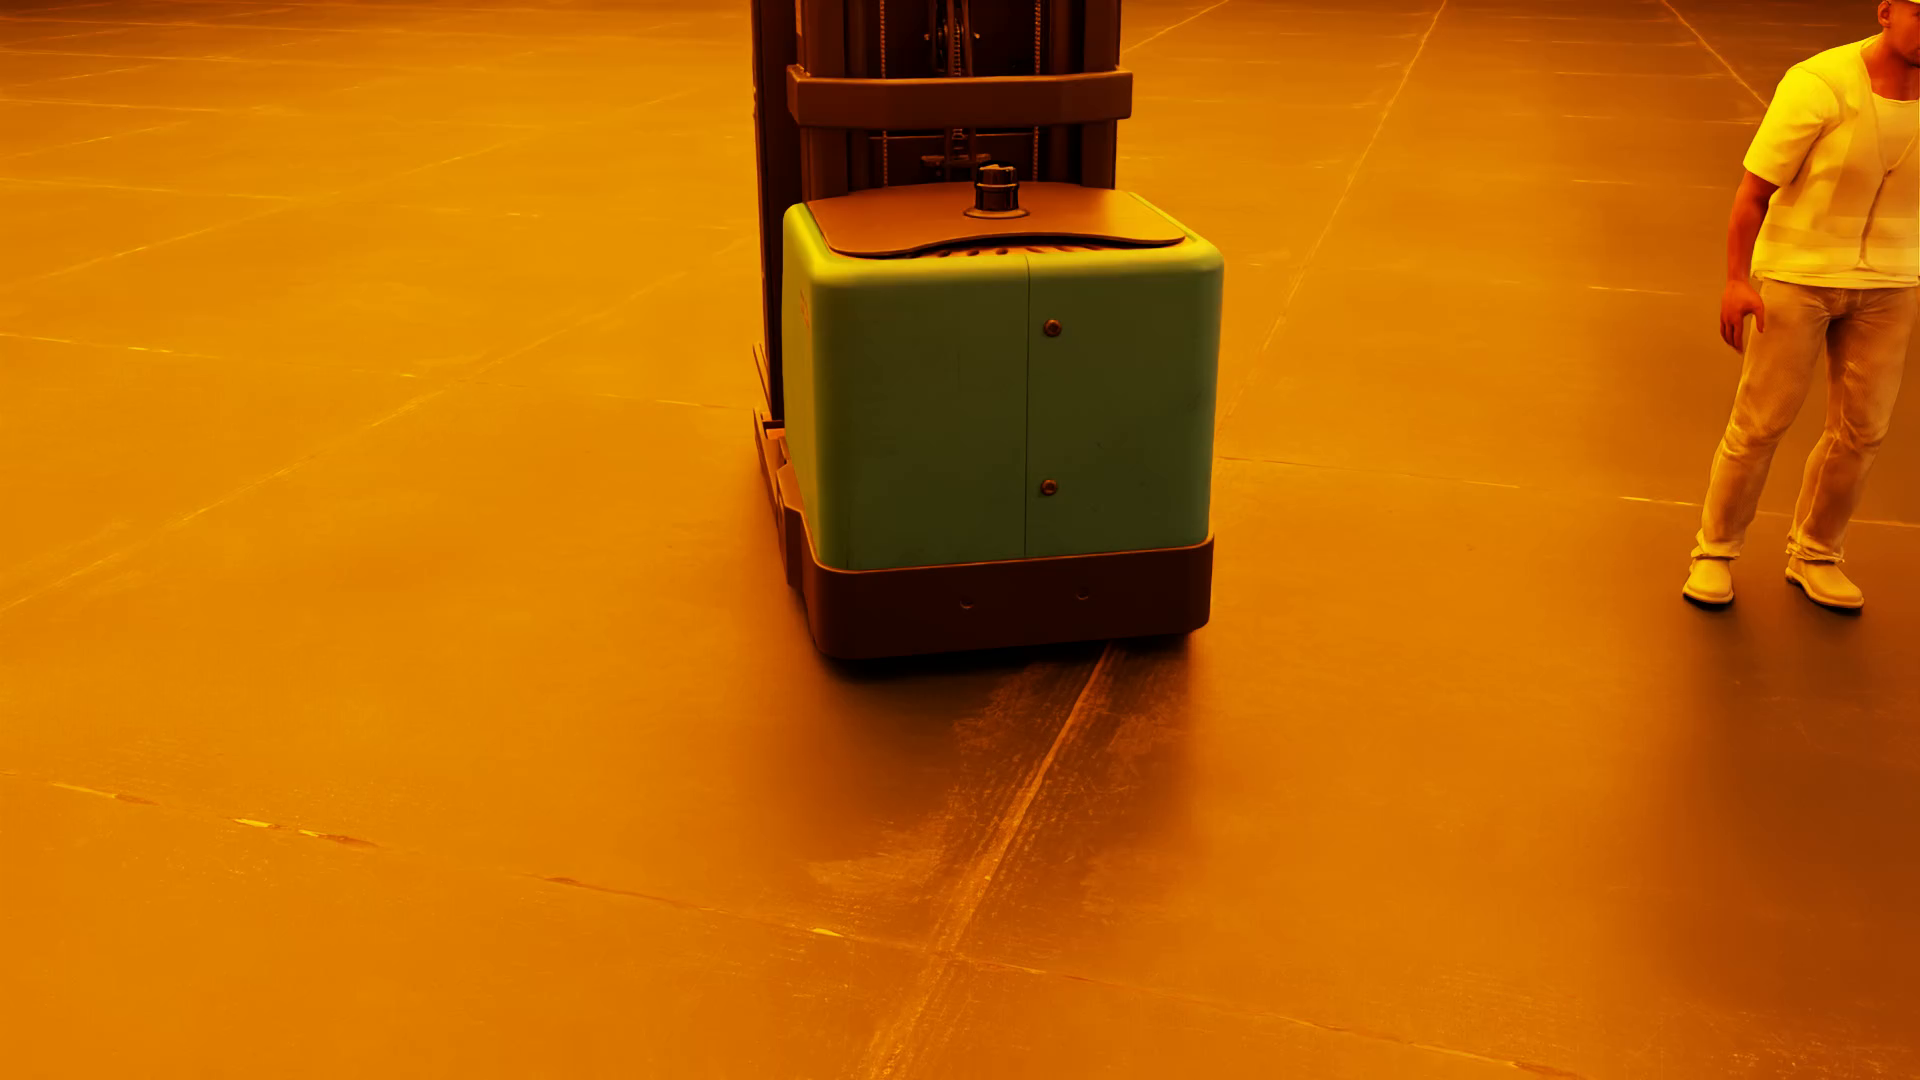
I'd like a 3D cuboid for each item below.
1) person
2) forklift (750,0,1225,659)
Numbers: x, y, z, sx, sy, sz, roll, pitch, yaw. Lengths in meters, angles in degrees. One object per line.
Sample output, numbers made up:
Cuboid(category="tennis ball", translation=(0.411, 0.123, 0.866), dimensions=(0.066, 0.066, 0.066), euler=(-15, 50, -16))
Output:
Cuboid(category="person", translation=(2.360, -0.670, 4.443), dimensions=(0.633, 1.759, 0.462), euler=(2, 22, 4))
Cuboid(category="forklift", translation=(-0.112, -1.584, 5.116), dimensions=(1.130, 2.935, 3.031), euler=(-4, 23, -10))
